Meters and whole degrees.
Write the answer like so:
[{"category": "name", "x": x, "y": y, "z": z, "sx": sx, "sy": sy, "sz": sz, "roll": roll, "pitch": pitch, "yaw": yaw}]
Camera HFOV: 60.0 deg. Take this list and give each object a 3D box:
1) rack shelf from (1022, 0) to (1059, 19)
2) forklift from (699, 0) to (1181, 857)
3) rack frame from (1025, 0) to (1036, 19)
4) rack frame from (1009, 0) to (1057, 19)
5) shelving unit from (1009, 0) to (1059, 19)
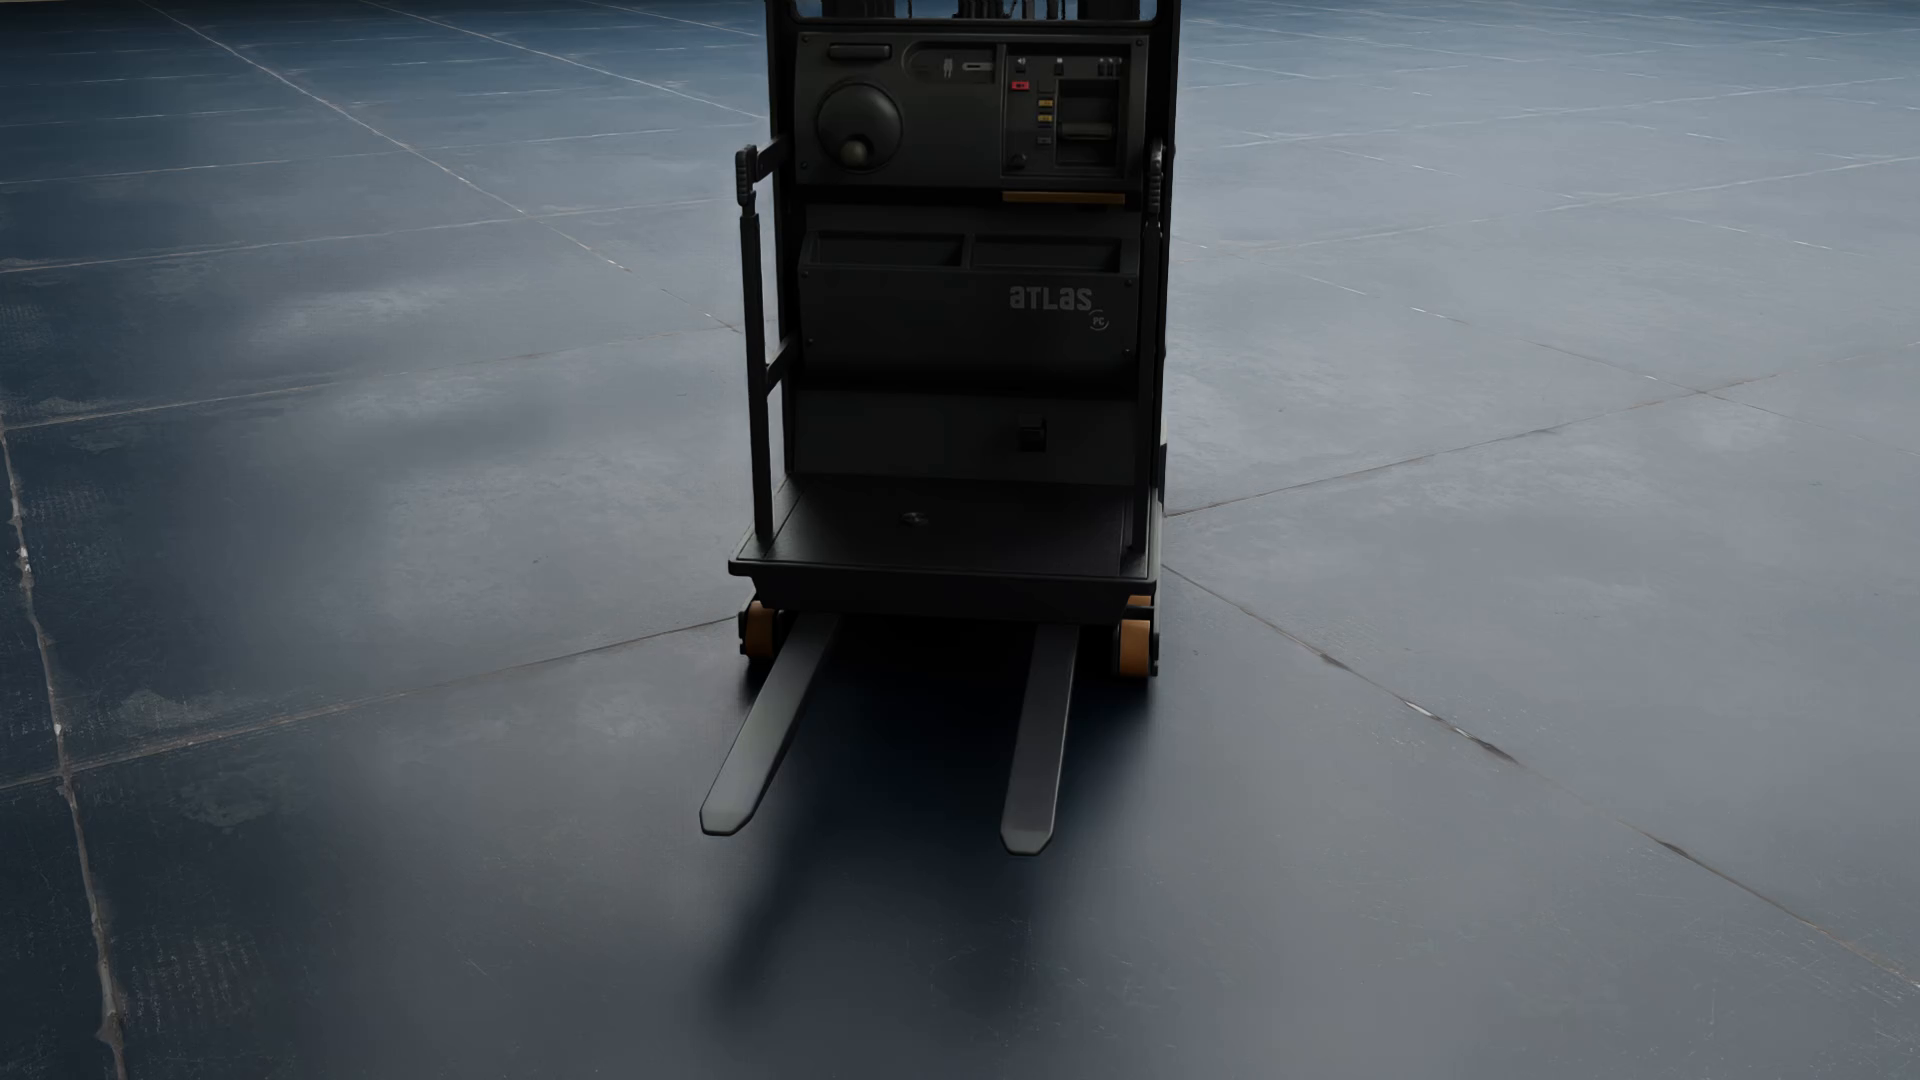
[{"category": "rack shelf", "x": 0.288, "y": -2.069, "z": 5.790, "sx": 0.431, "sy": 0.518, "sz": 0.480, "roll": -11, "pitch": 24, "yaw": -25}, {"category": "forklift", "x": 0.002, "y": -1.123, "z": 4.183, "sx": 1.130, "sy": 2.935, "sz": 3.031, "roll": 3, "pitch": 22, "yaw": 6}, {"category": "rack frame", "x": 0.398, "y": -1.351, "z": 5.847, "sx": 0.400, "sy": 2.100, "sz": 0.015, "roll": -11, "pitch": 24, "yaw": -25}, {"category": "rack frame", "x": 0.178, "y": -1.515, "z": 6.250, "sx": 0.400, "sy": 2.100, "sz": 0.015, "roll": -11, "pitch": 24, "yaw": -25}, {"category": "shelving unit", "x": 0.288, "y": -1.433, "z": 6.049, "sx": 0.431, "sy": 2.100, "sz": 0.503, "roll": -11, "pitch": 24, "yaw": -25}]
